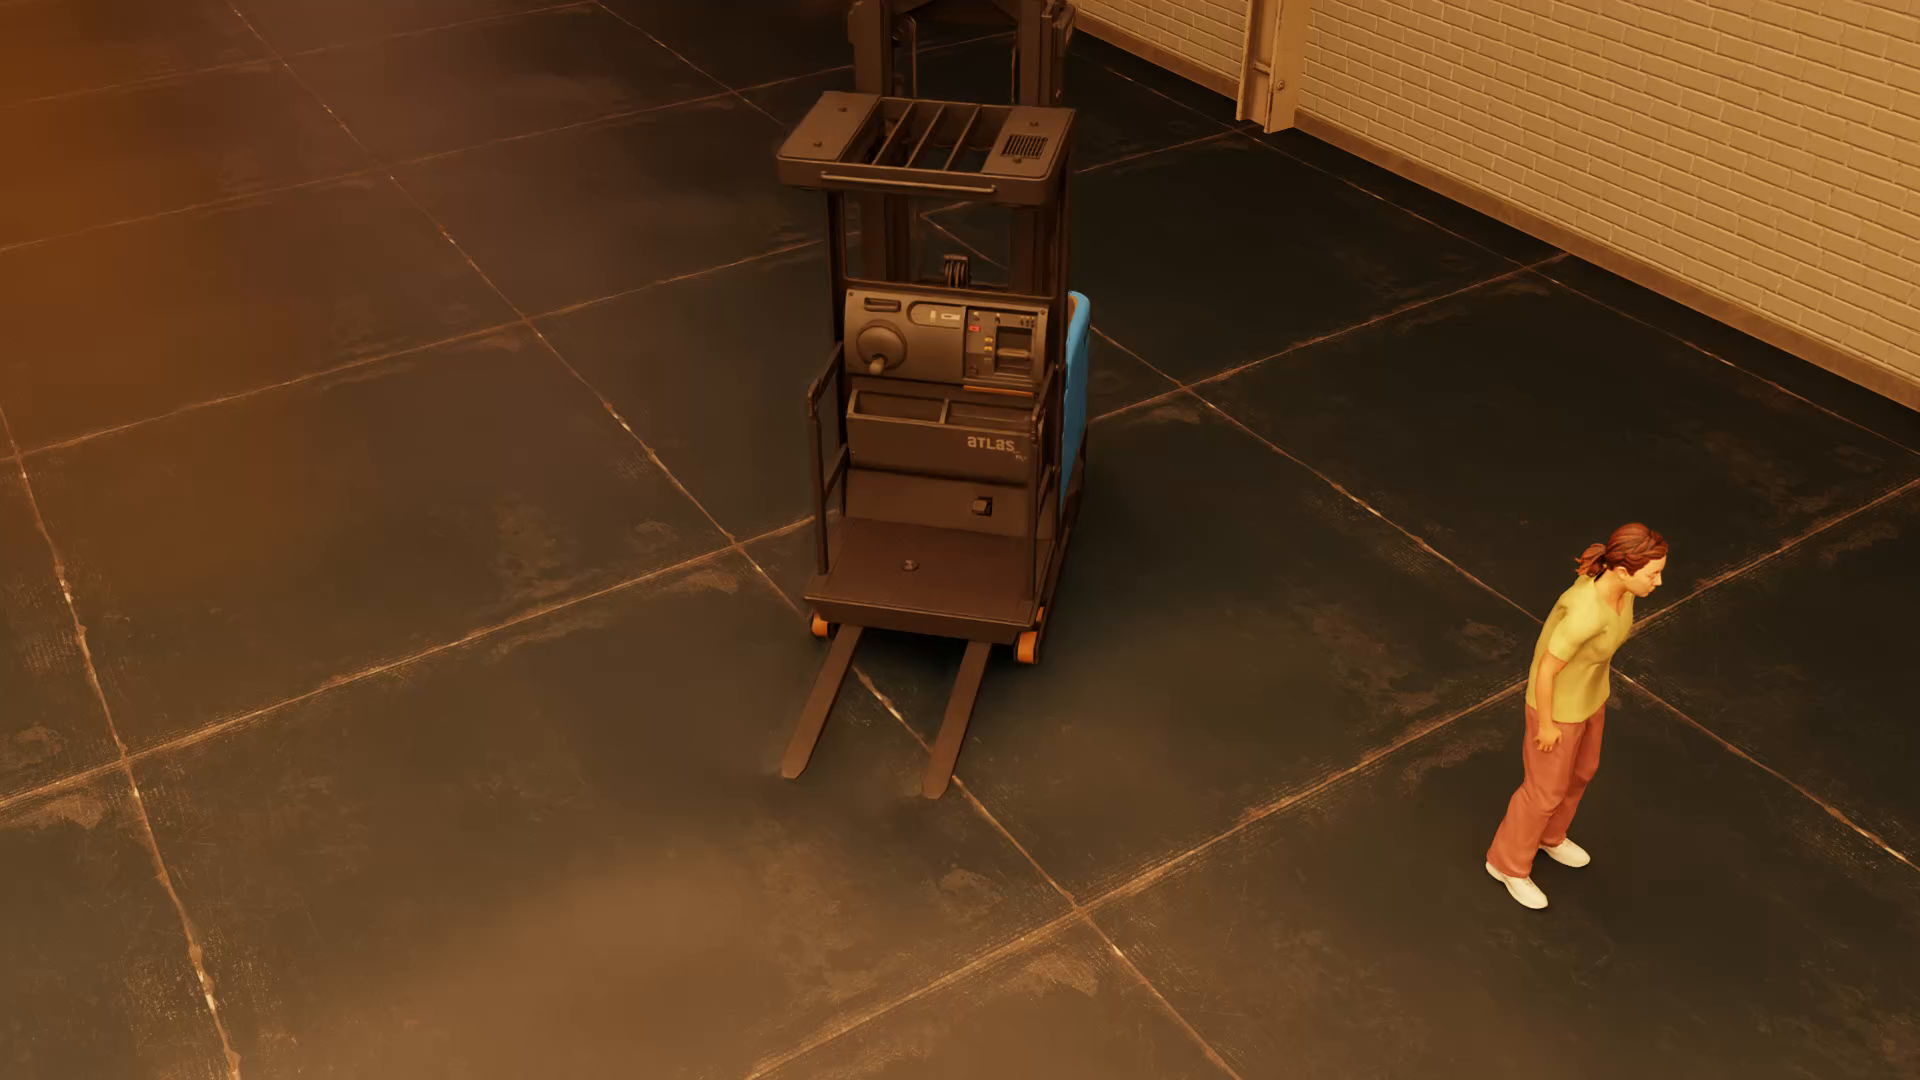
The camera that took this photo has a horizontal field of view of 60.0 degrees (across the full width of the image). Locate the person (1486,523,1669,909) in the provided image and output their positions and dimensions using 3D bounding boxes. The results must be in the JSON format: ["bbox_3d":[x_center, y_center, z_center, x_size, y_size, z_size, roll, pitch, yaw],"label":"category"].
[{"bbox_3d":[2.347,0.634,6.342,0.364,1.671,0.506,29,44,34],"label":"person"}]

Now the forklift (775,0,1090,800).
[{"bbox_3d":[-0.108,-0.847,7.352,1.130,2.935,3.031,7,36,10],"label":"forklift"}]
